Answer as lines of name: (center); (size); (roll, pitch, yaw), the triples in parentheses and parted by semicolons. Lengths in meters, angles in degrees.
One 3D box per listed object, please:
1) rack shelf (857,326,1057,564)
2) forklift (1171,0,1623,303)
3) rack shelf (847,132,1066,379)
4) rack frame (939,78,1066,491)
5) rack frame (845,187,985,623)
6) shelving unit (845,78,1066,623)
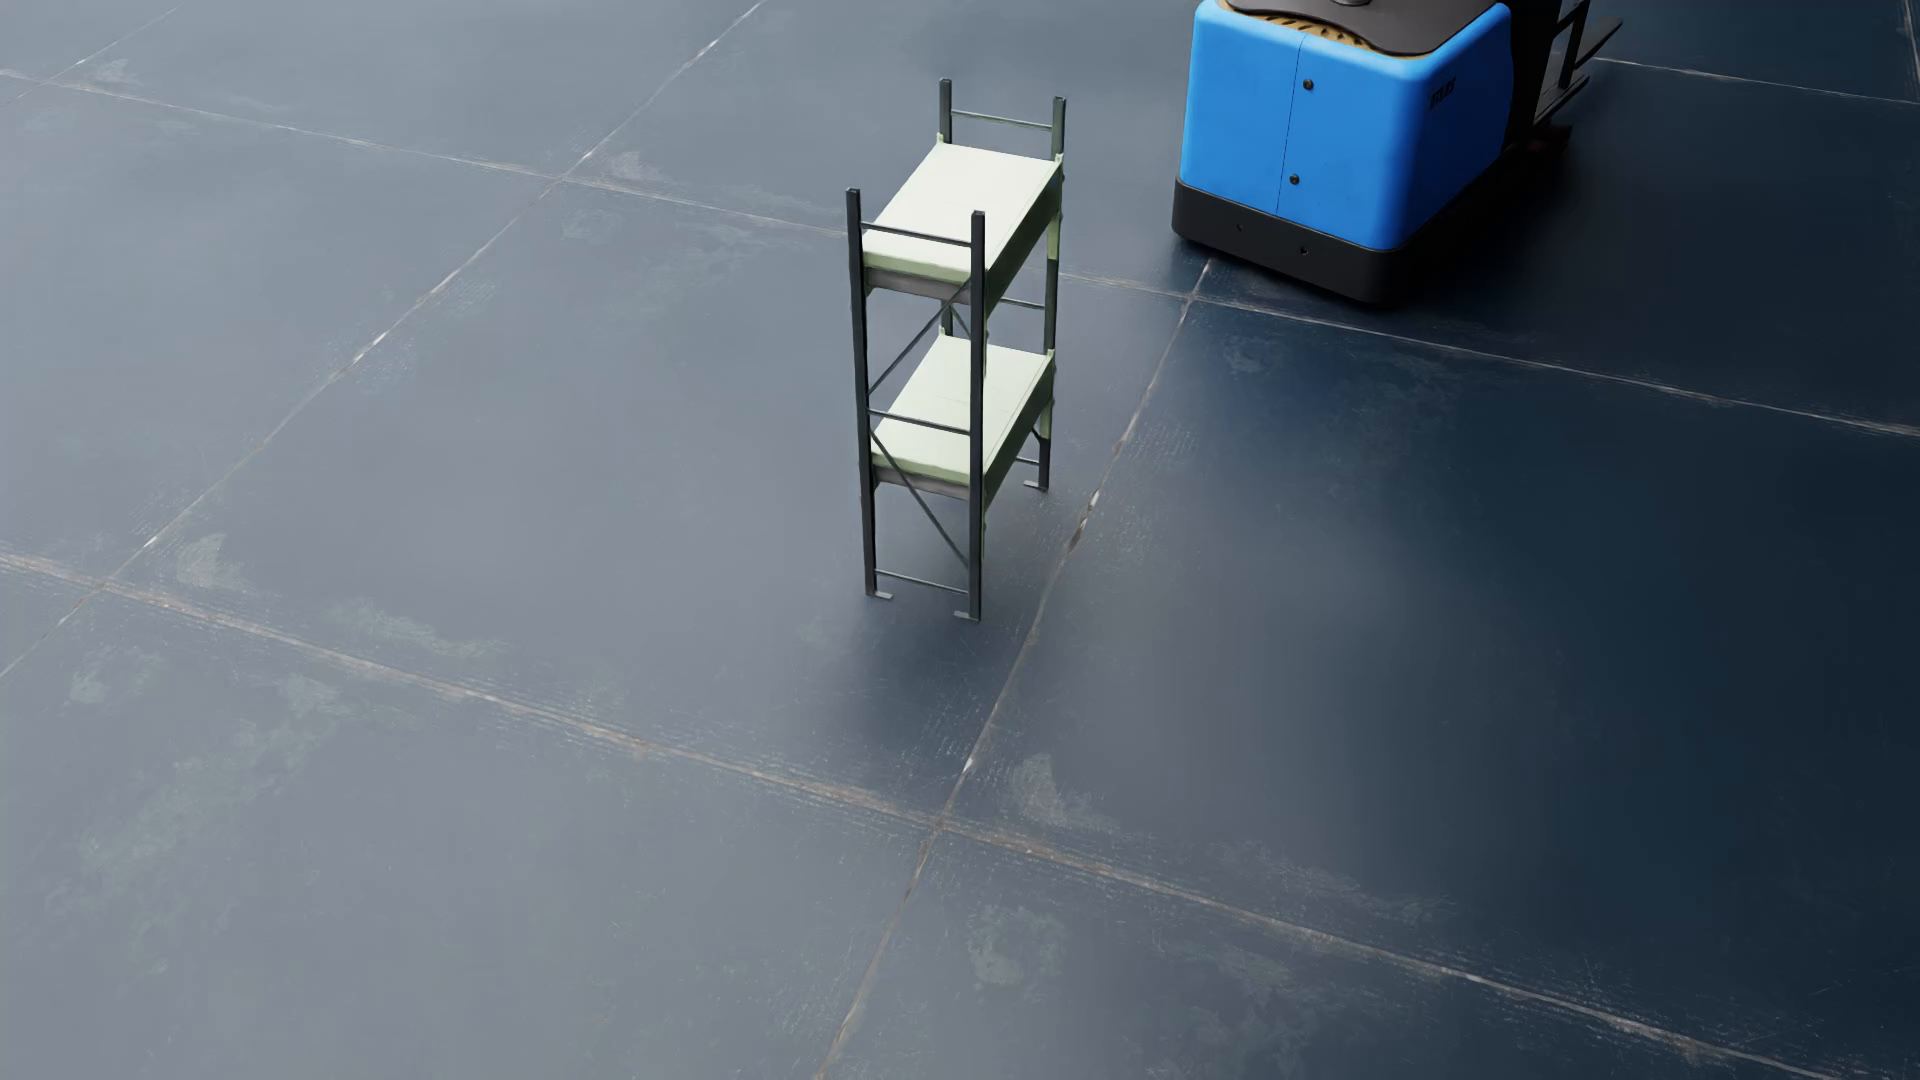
rack shelf: (0.002, -0.327, 5.480); (0.431, 0.370, 0.720); (13, 42, 15)
forklift: (2.217, -2.981, 6.986); (1.130, 2.935, 3.031); (27, 47, 28)
rack shelf: (0.002, -0.872, 5.015); (0.431, 0.370, 0.720); (13, 42, 15)
rack frame: (0.127, -0.798, 5.530); (0.400, 1.500, 0.023); (13, 42, 15)
rack frame: (-0.123, -0.351, 5.006); (0.400, 1.500, 0.023); (13, 42, 15)
shelving unit: (0.002, -0.575, 5.268); (0.431, 1.500, 0.755); (13, 42, 15)
